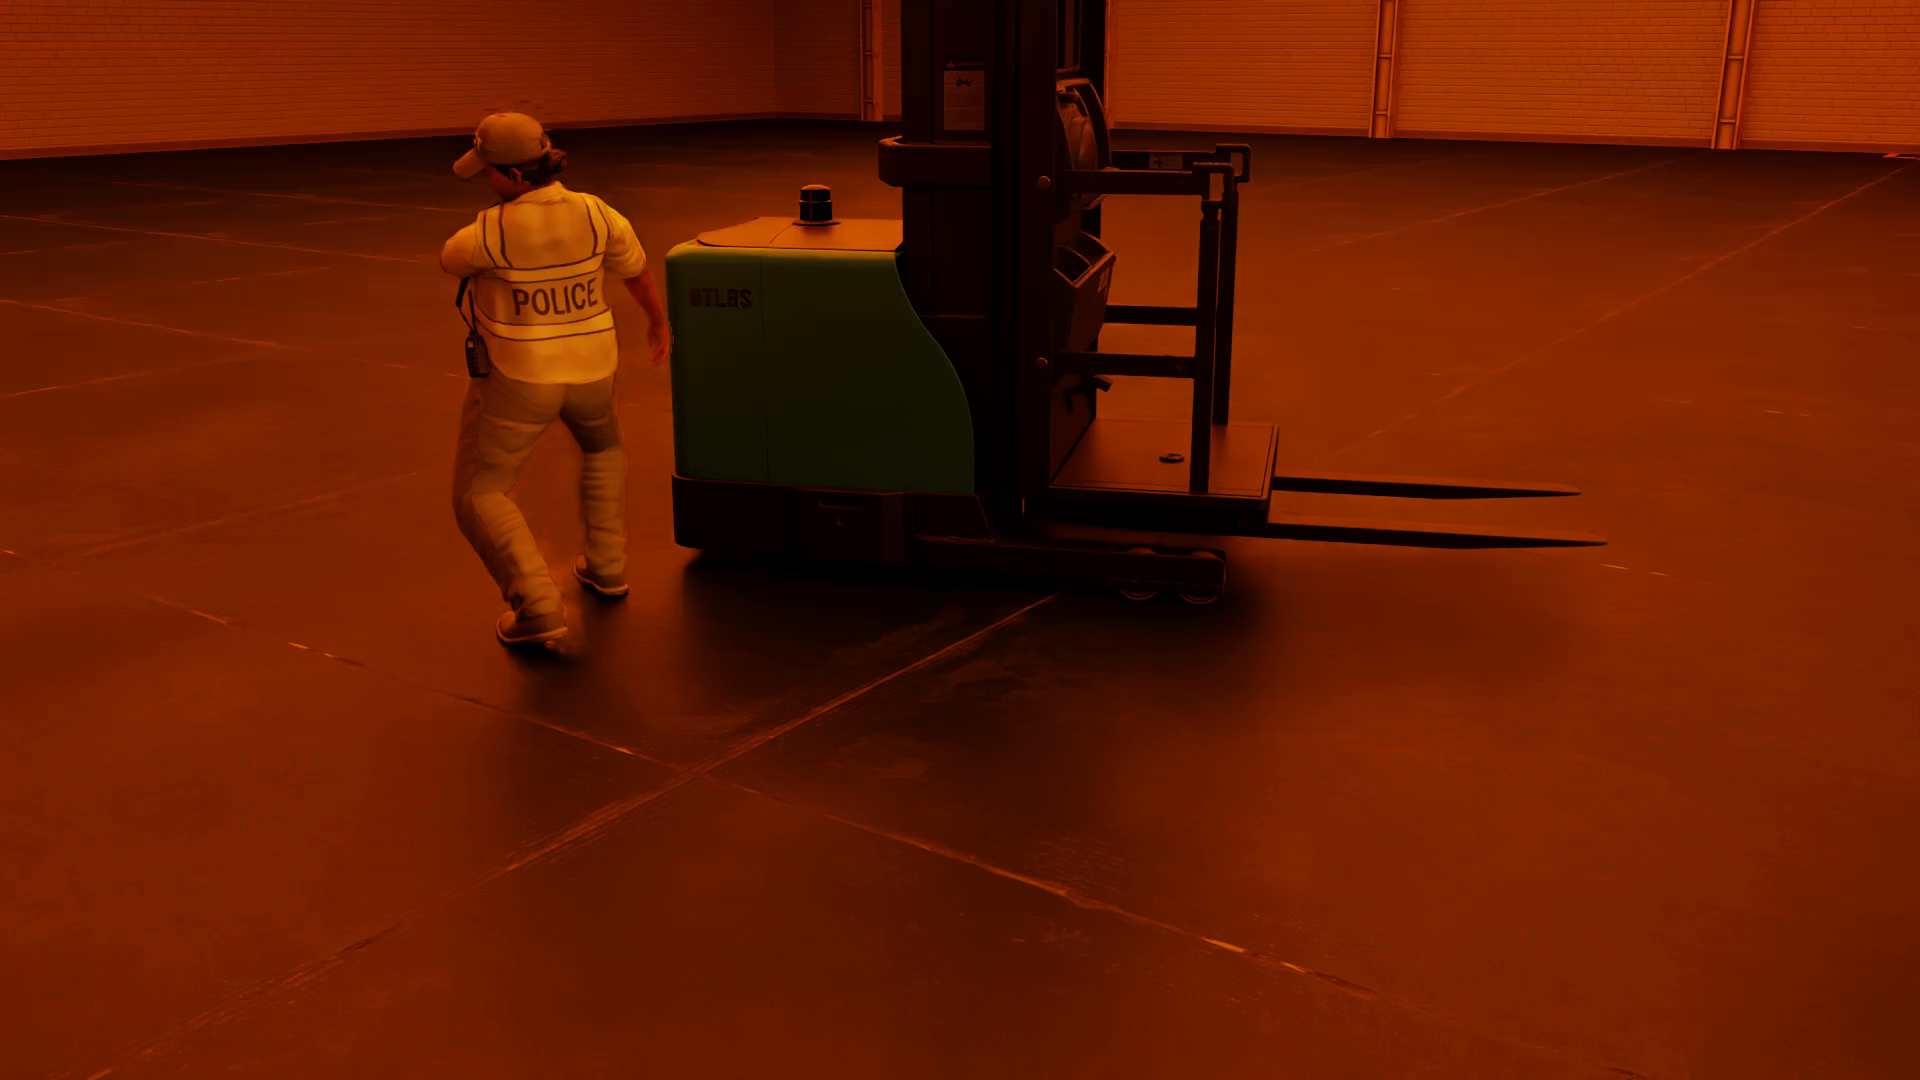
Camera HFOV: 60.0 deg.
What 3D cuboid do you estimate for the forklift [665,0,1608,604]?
[{"bbox_3d":[0.595,-1.367,5.404,3.031,2.935,1.130,4,17,12],"label":"forklift"}]

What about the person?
[{"bbox_3d":[-1.217,-0.534,5.052,0.821,1.505,0.799,16,23,42],"label":"person"}]
